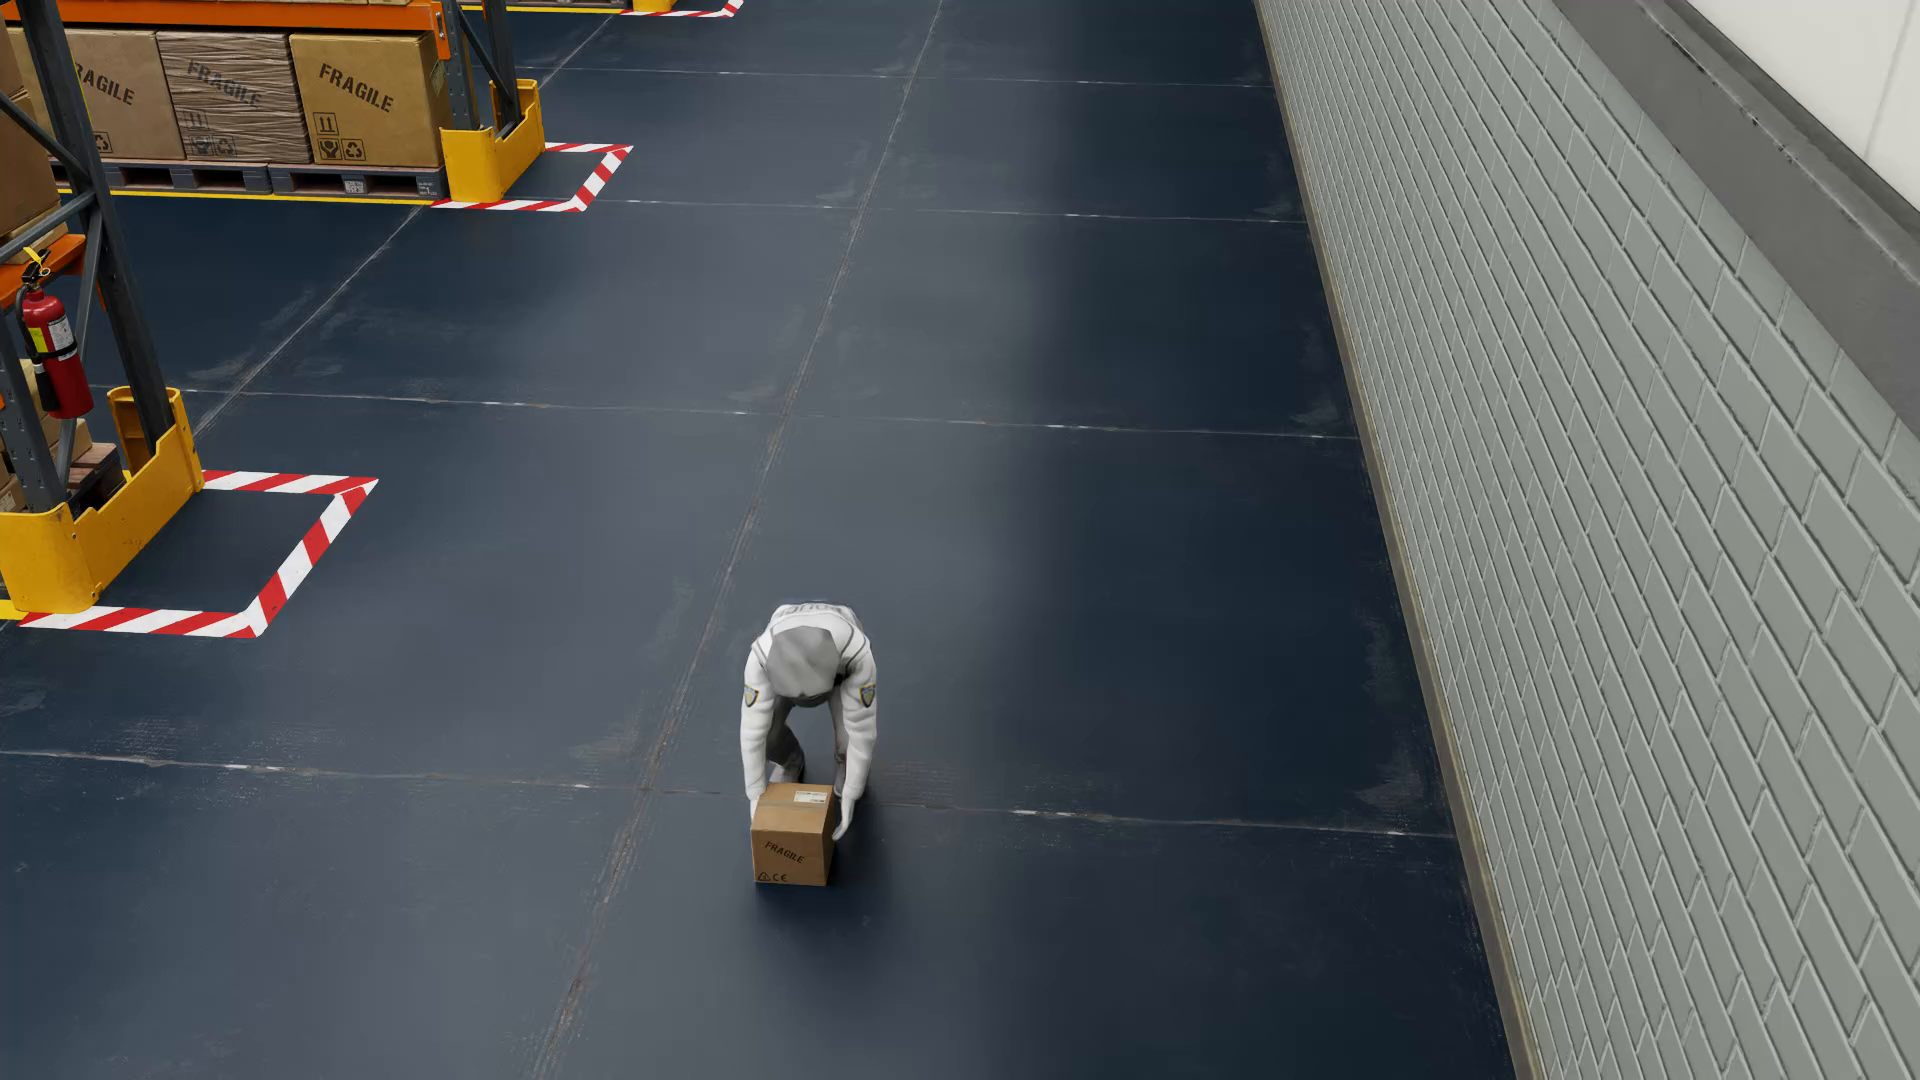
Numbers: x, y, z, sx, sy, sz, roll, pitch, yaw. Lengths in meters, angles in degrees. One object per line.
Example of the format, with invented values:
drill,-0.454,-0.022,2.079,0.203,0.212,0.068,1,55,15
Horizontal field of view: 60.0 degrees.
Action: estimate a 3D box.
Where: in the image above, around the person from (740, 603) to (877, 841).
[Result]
person,-0.517,0.561,5.925,0.482,0.946,0.851,2,32,4
